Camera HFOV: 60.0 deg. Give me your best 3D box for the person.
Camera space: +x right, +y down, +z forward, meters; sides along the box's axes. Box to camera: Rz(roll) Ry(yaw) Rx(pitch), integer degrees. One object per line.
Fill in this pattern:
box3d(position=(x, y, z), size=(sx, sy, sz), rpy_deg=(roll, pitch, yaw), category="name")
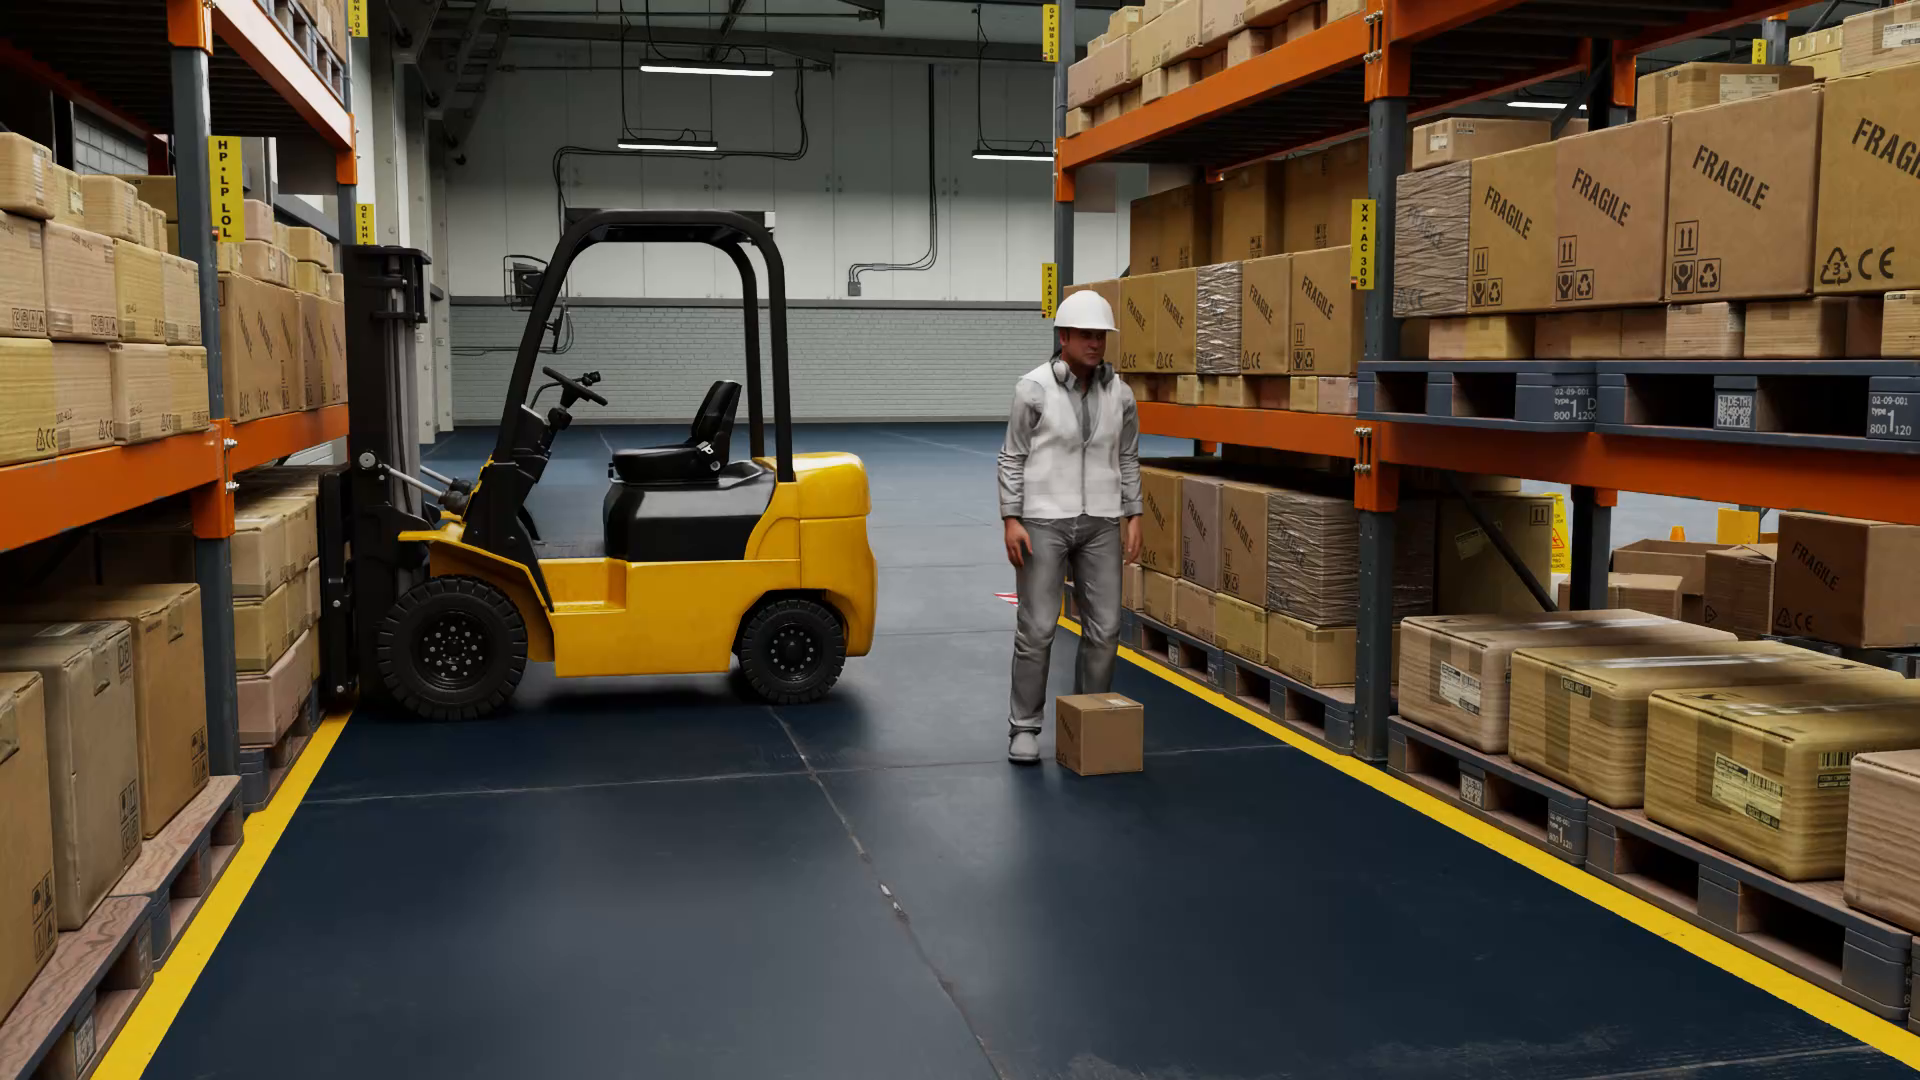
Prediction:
box3d(position=(0.431, -0.059, 6.370), size=(0.588, 1.771, 0.465), rpy_deg=(-2, 6, -19), category="person")
